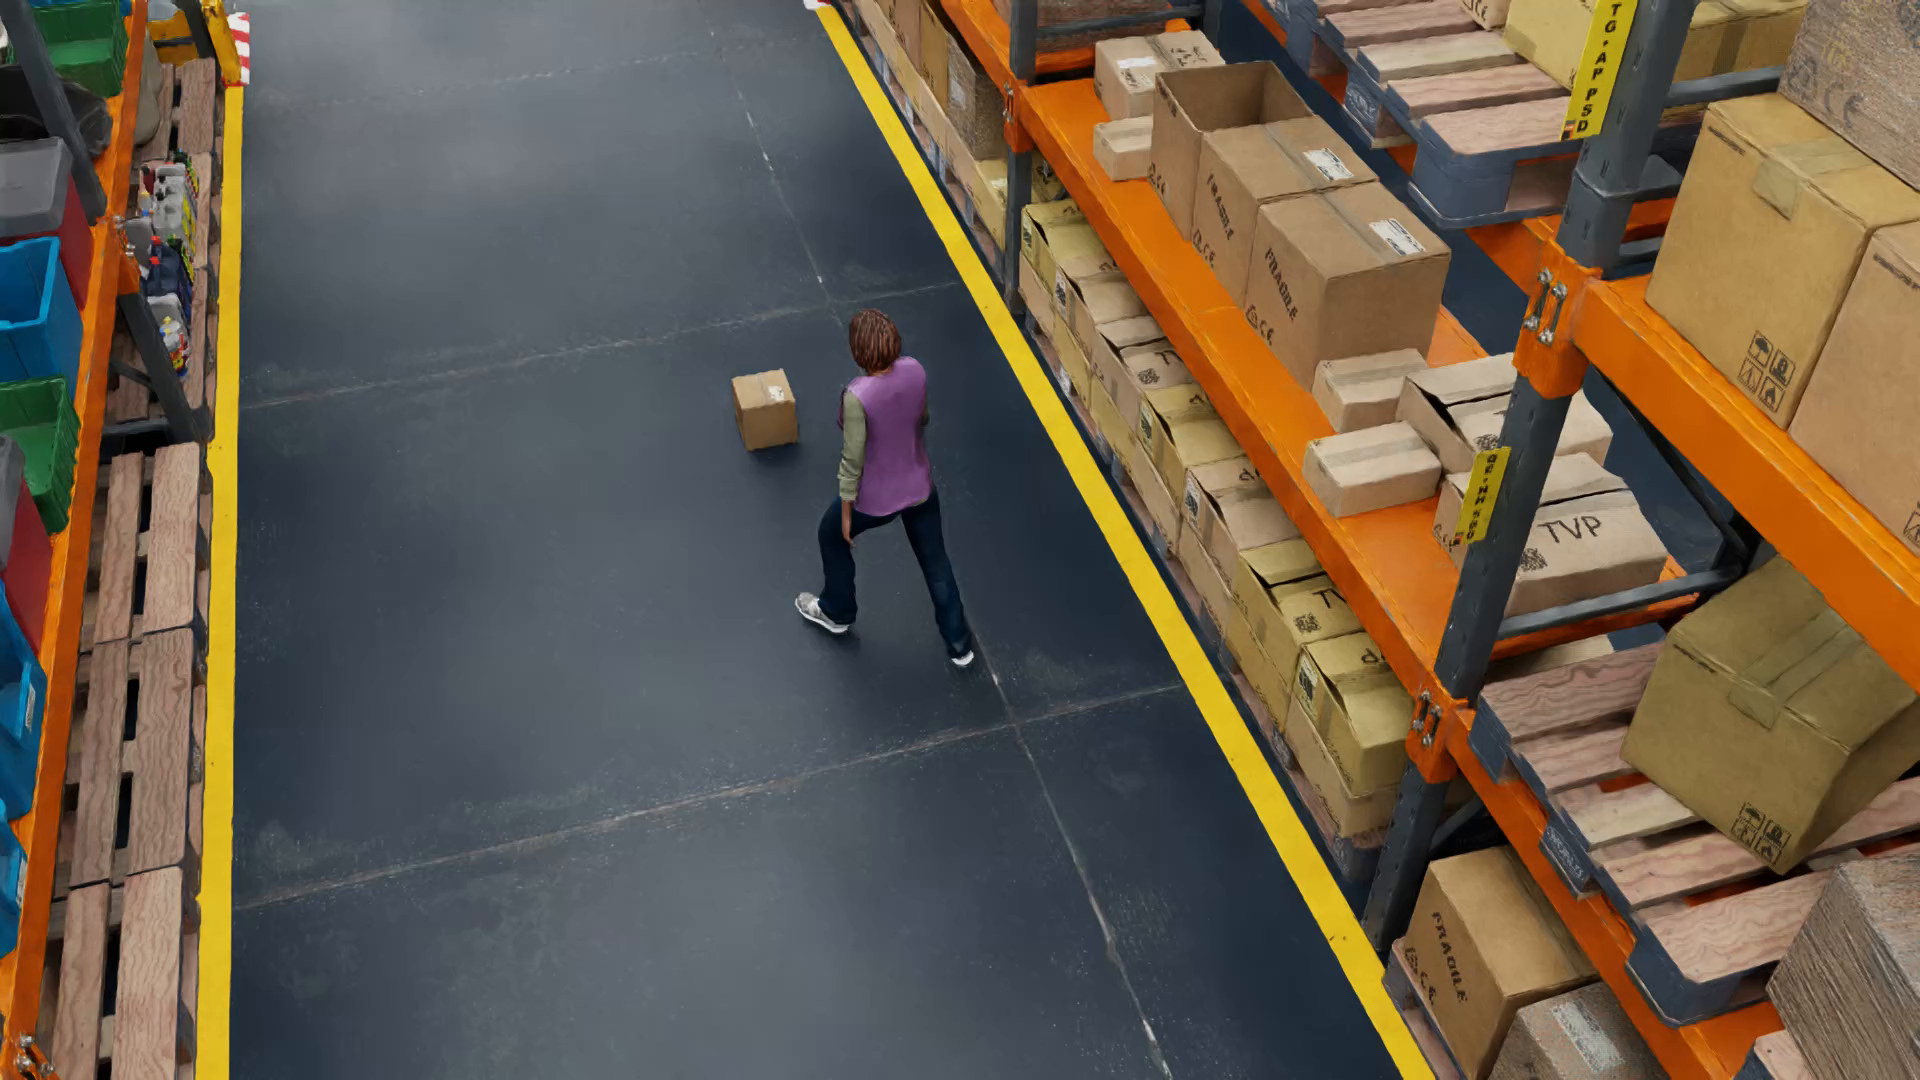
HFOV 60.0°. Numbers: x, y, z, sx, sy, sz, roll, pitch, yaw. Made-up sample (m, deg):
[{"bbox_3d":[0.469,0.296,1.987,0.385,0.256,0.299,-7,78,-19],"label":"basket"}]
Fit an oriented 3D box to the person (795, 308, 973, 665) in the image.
[{"bbox_3d":[-0.287,-0.188,6.387,0.515,1.543,0.726,-27,49,-26],"label":"person"}]
